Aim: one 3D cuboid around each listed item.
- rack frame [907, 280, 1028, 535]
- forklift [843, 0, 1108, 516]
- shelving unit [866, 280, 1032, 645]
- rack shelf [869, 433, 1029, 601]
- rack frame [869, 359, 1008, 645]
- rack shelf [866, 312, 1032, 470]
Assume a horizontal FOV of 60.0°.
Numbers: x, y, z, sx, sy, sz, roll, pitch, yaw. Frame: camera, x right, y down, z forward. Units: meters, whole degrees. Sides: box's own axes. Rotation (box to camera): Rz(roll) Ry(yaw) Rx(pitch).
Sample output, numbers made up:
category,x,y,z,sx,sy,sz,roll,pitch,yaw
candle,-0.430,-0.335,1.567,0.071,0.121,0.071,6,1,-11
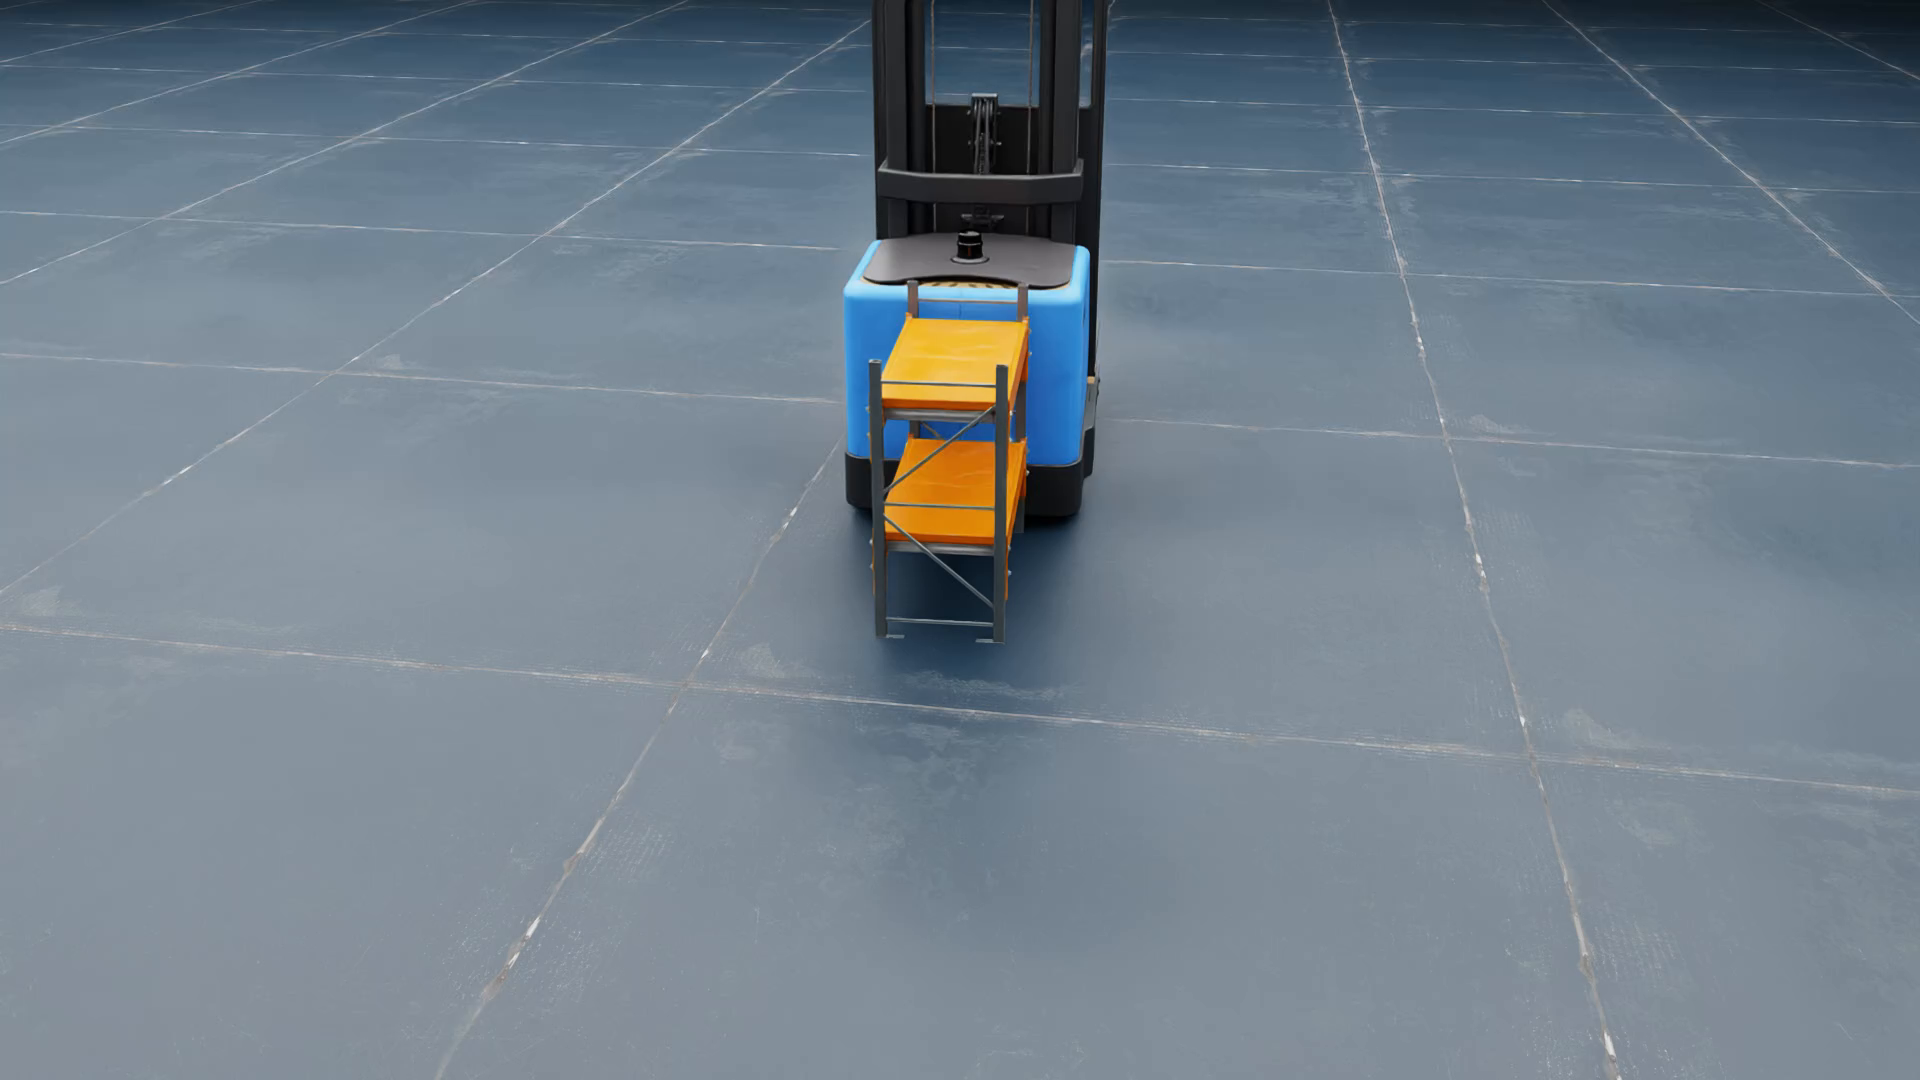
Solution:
category,x,y,z,sx,sy,sz,roll,pitch,yaw
rack frame,0.032,-0.551,7.101,0.500,1.125,0.032,3,25,6
forklift,0.163,-2.022,8.113,1.130,2.935,3.031,3,25,6
shelving unit,-0.023,-0.337,6.644,0.538,1.125,1.048,3,25,6
rack shelf,-0.023,-0.116,6.747,0.538,0.278,1.000,3,25,6
rack frame,-0.078,-0.123,6.186,0.500,1.125,0.032,3,25,6
rack shelf,-0.023,-0.602,6.519,0.538,0.278,1.000,3,25,6
